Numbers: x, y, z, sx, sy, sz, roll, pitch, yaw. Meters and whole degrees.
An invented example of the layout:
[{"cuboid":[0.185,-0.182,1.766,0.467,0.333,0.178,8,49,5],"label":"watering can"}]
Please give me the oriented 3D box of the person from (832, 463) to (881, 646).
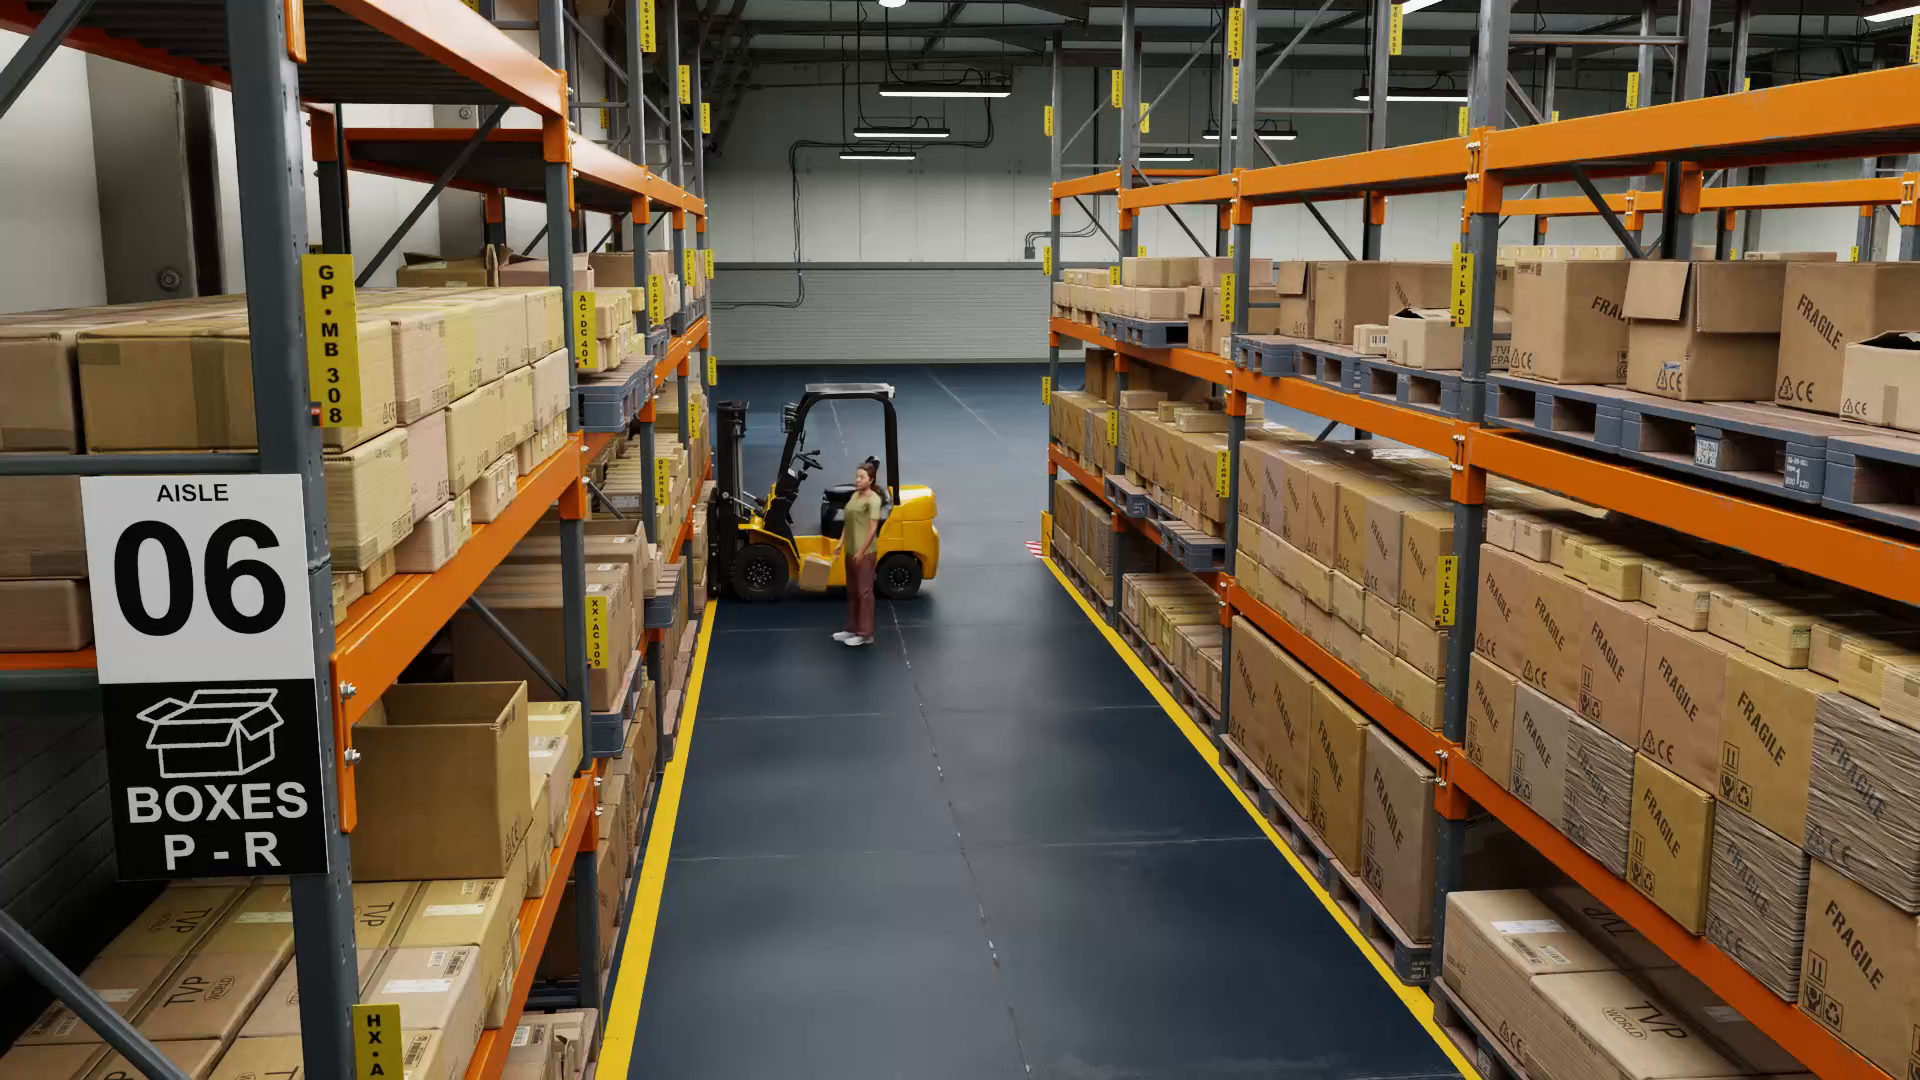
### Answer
[{"cuboid":[-0.925,0.123,15.155,0.410,1.680,0.534,-6,12,-31],"label":"person"}]
